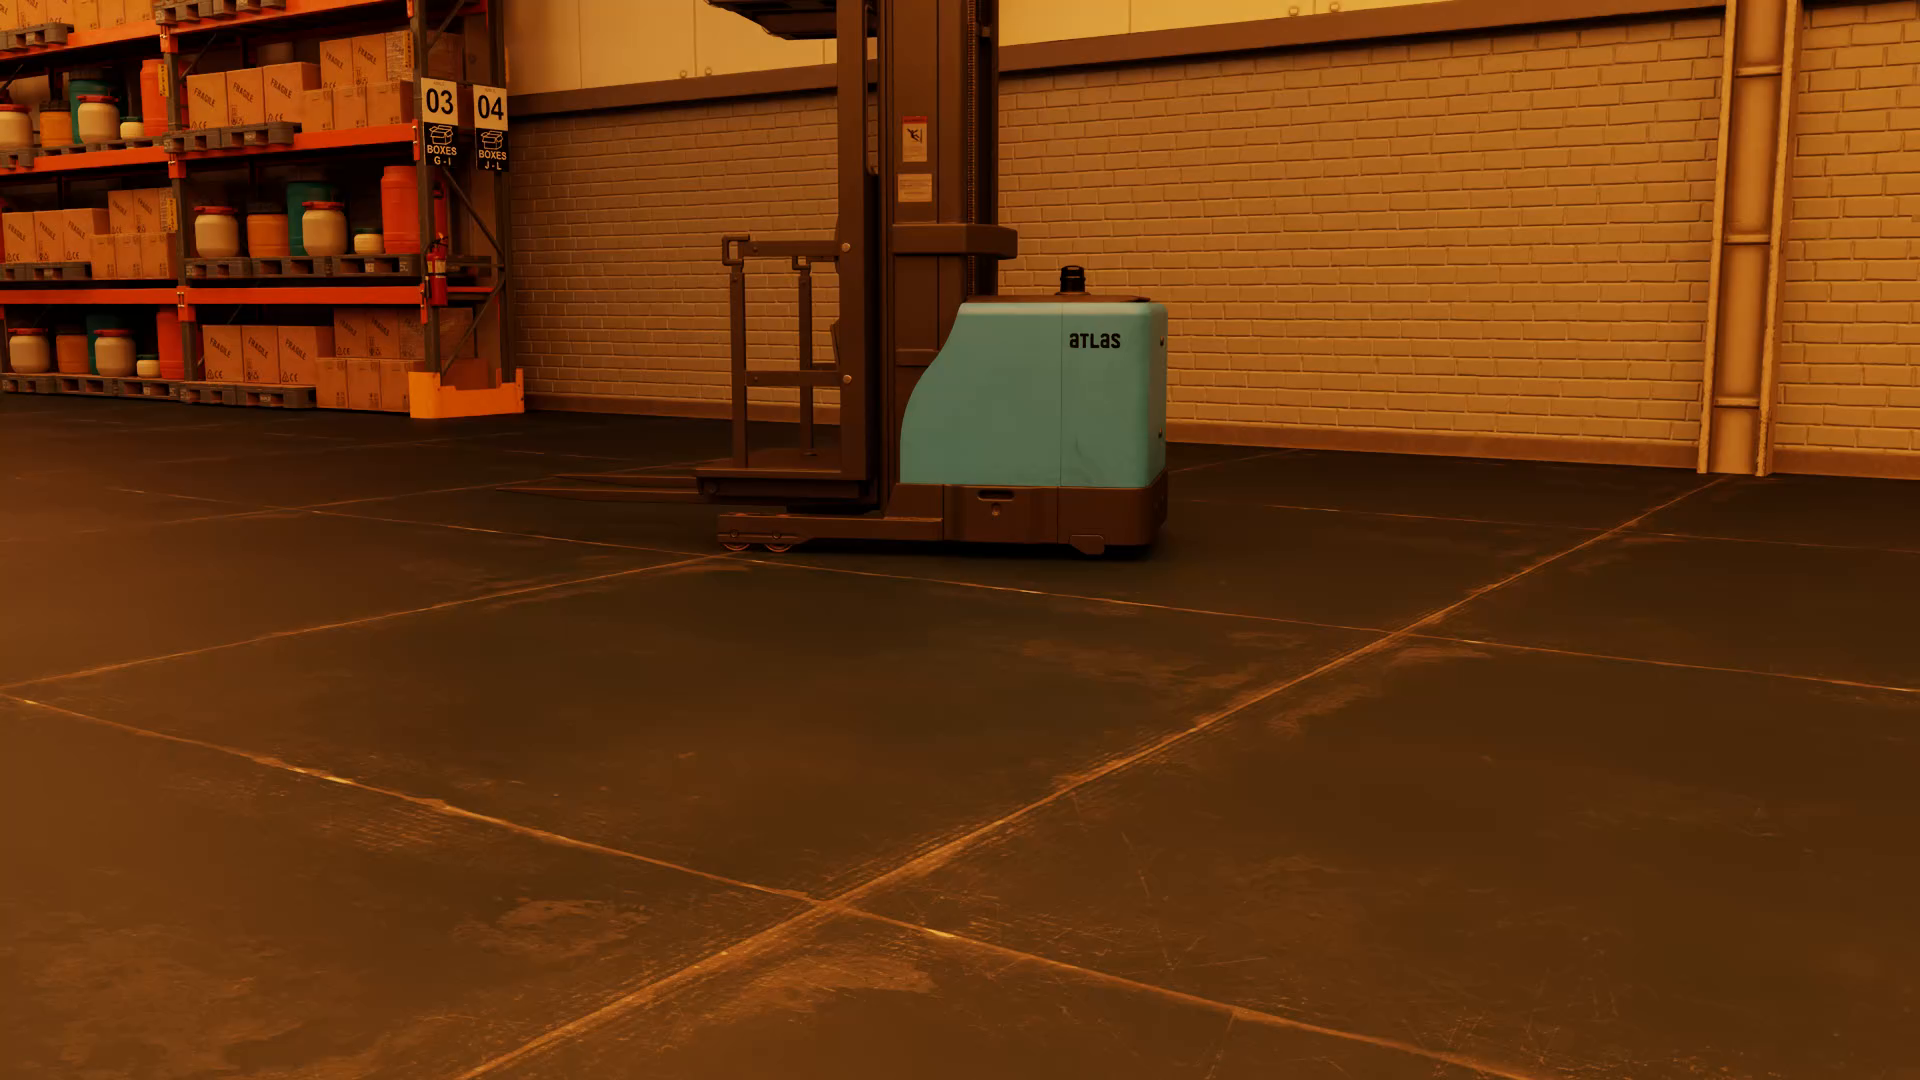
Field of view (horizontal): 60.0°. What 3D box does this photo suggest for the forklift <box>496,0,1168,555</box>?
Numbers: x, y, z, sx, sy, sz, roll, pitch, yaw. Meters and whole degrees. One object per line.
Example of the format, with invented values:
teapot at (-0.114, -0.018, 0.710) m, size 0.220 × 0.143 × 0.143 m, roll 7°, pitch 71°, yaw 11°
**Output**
forklift at (-0.596, -1.469, 7.520) m, size 3.031 × 2.935 × 1.130 m, roll 2°, pitch 8°, yaw 12°
